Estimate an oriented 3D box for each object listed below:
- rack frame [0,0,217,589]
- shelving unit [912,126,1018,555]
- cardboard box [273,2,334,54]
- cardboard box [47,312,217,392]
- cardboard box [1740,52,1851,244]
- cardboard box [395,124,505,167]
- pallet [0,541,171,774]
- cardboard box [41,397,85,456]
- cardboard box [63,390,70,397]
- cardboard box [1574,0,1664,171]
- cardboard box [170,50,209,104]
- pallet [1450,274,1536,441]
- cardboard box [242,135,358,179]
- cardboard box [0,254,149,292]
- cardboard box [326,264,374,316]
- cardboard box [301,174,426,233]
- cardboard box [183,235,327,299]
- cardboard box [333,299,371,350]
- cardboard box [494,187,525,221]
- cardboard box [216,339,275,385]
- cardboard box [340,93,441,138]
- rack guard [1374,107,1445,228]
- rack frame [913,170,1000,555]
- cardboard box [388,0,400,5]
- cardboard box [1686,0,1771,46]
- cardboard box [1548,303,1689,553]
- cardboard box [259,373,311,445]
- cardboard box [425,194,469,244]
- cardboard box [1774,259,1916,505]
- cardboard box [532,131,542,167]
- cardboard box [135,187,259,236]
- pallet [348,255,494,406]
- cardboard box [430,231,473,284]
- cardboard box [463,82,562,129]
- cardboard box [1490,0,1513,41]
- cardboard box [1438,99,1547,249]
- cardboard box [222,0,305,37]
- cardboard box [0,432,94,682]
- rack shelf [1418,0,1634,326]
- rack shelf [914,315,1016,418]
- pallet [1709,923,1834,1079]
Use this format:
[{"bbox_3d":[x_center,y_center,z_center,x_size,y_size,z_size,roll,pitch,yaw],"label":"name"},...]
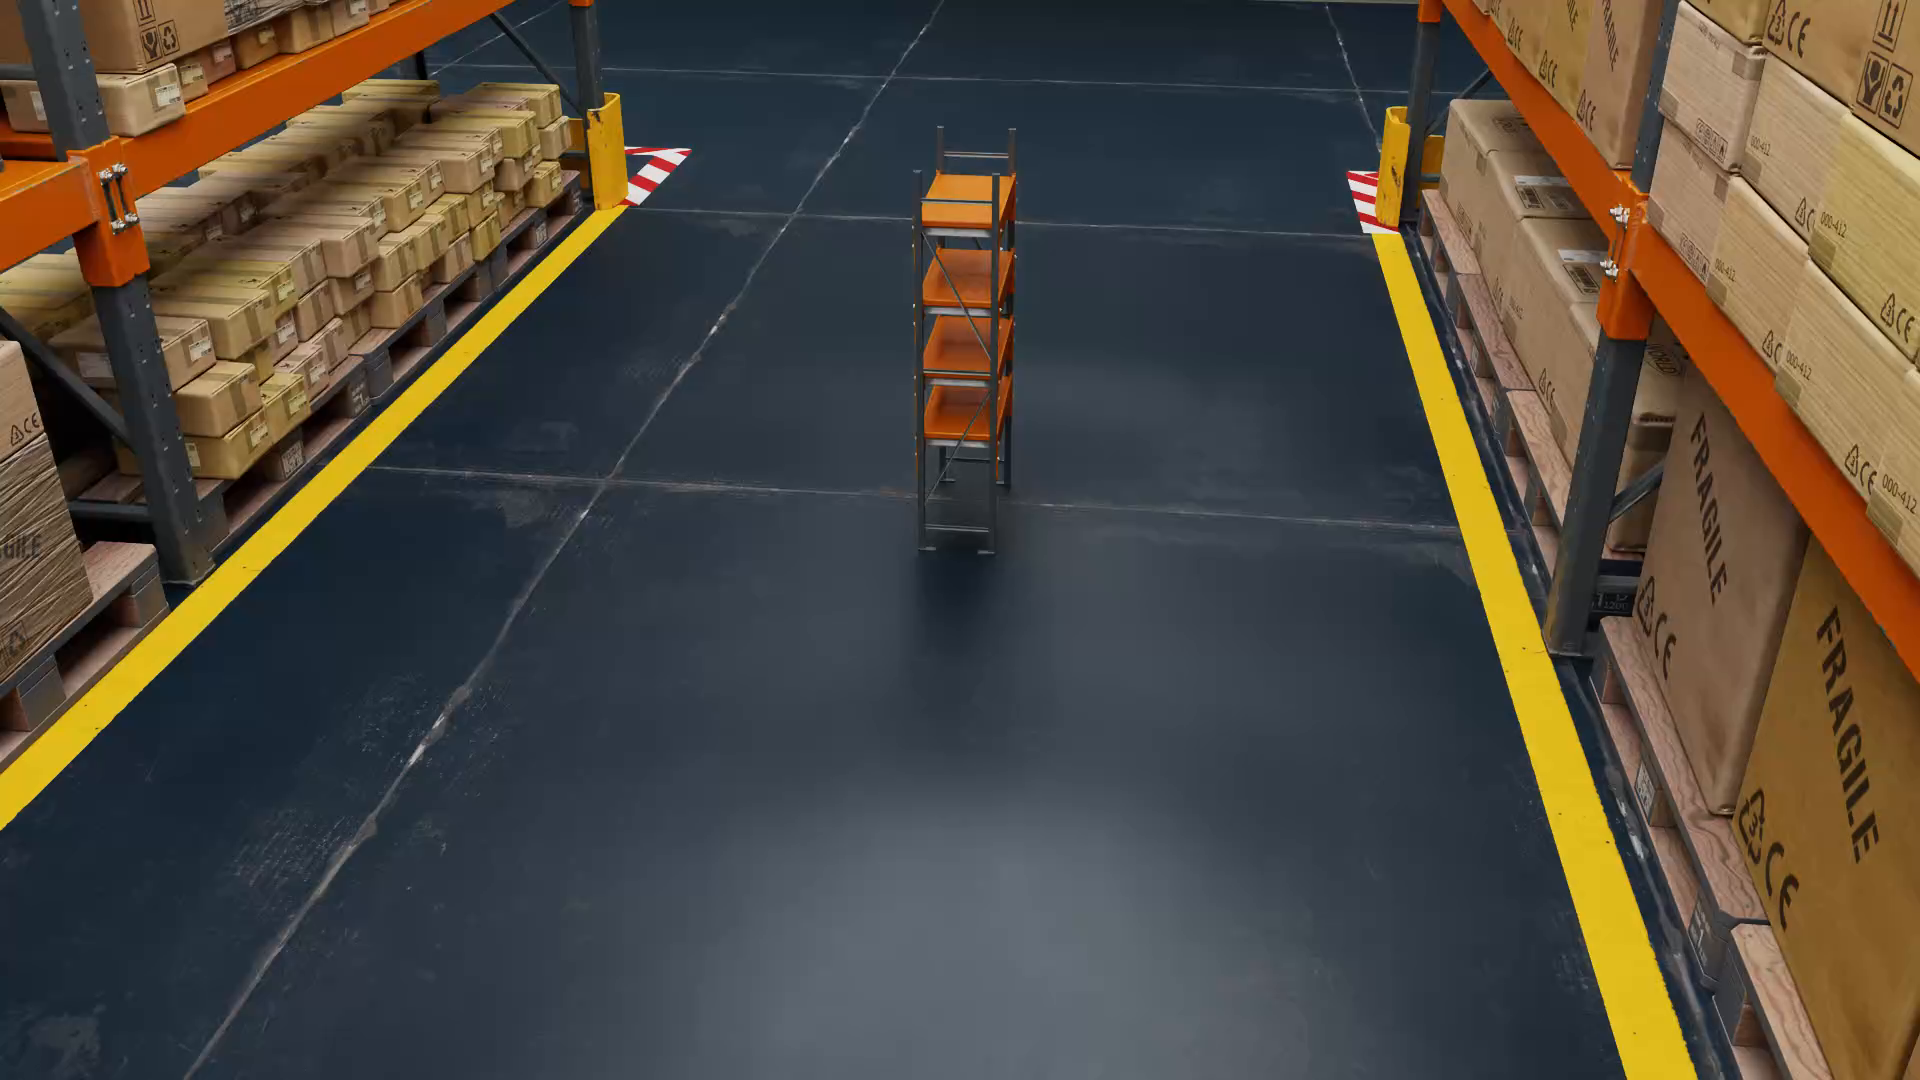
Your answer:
[{"bbox_3d":[-2.778,-1.233,4.376,1.000,3.000,0.127,3,28,6],"label":"rack frame"},{"bbox_3d":[0.020,-0.606,5.110,0.258,1.200,0.503,3,28,6],"label":"shelving unit"},{"bbox_3d":[-2.345,-1.734,5.570,0.380,0.149,0.250,4,29,7],"label":"cardboard box"},{"bbox_3d":[-2.530,-0.575,5.090,0.380,0.149,0.250,4,29,8],"label":"cardboard box"},{"bbox_3d":[1.777,-0.709,3.035,0.500,0.250,0.500,4,29,7],"label":"cardboard box"},{"bbox_3d":[-2.189,-1.681,7.144,0.380,0.149,0.250,2,28,4],"label":"cardboard box"},{"bbox_3d":[-2.872,0.361,4.357,1.003,0.211,1.213,3,28,6],"label":"pallet"},{"bbox_3d":[-3.068,-0.367,5.332,0.380,0.149,0.250,4,29,7],"label":"cardboard box"},{"bbox_3d":[-3.034,-0.589,5.429,0.380,0.149,0.250,2,28,4],"label":"cardboard box"},{"bbox_3d":[1.950,-1.270,4.339,0.500,0.500,0.500,4,29,7],"label":"cardboard box"},{"bbox_3d":[-2.460,-1.363,4.881,0.380,0.149,0.250,4,29,8],"label":"cardboard box"},{"bbox_3d":[2.465,-0.694,6.317,1.003,0.211,1.213,3,28,6],"label":"pallet"},{"bbox_3d":[-2.753,-1.581,6.958,0.380,0.149,0.250,4,29,8],"label":"cardboard box"},{"bbox_3d":[-2.977,-0.847,5.596,0.380,0.149,0.250,3,28,6],"label":"cardboard box"},{"bbox_3d":[-2.387,-0.942,6.085,0.380,0.149,0.250,5,29,9],"label":"cardboard box"},{"bbox_3d":[-2.313,-1.309,6.453,0.380,0.149,0.250,3,29,6],"label":"cardboard box"},{"bbox_3d":[-2.446,-0.947,5.781,0.380,0.149,0.250,3,28,5],"label":"cardboard box"},{"bbox_3d":[-2.423,-0.812,6.157,0.380,0.149,0.250,2,28,4],"label":"cardboard box"},{"bbox_3d":[-2.194,-1.539,7.508,0.380,0.149,0.250,3,28,6],"label":"cardboard box"},{"bbox_3d":[-2.474,-0.570,5.395,0.380,0.149,0.250,4,29,7],"label":"cardboard box"},{"bbox_3d":[-2.604,-1.944,7.631,0.380,0.149,0.250,4,29,7],"label":"cardboard box"},{"bbox_3d":[2.640,-1.787,8.039,1.175,0.500,0.348,3,28,6],"label":"rack guard"},{"bbox_3d":[-0.010,-0.491,4.897,0.240,1.200,0.015,3,28,6],"label":"rack frame"},{"bbox_3d":[-2.309,-2.108,6.266,0.380,0.149,0.250,4,29,7],"label":"cardboard box"},{"bbox_3d":[1.808,-1.287,3.316,0.500,0.500,0.500,4,29,7],"label":"cardboard box"},{"bbox_3d":[2.331,-0.339,4.975,0.875,0.438,0.875,3,28,5],"label":"cardboard box"},{"bbox_3d":[-2.382,-0.441,5.468,0.380,0.149,0.250,4,29,8],"label":"cardboard box"},{"bbox_3d":[-2.232,-1.303,6.755,0.380,0.149,0.250,5,29,9],"label":"cardboard box"},{"bbox_3d":[1.691,-0.251,2.711,0.500,0.250,0.500,3,28,6],"label":"cardboard box"},{"bbox_3d":[-2.155,-1.792,7.662,0.380,0.149,0.250,3,28,5],"label":"cardboard box"},{"bbox_3d":[-2.906,-1.225,6.298,0.380,0.149,0.250,2,28,4],"label":"cardboard box"},{"bbox_3d":[-2.584,-0.899,6.697,1.003,0.211,1.213,3,28,6],"label":"pallet"},{"bbox_3d":[-2.234,-1.171,6.824,0.380,0.149,0.250,4,29,7],"label":"cardboard box"},{"bbox_3d":[-2.101,-2.044,7.816,0.380,0.149,0.250,4,29,7],"label":"cardboard box"},{"bbox_3d":[2.134,-1.996,5.686,0.500,0.500,0.500,4,29,8],"label":"cardboard box"},{"bbox_3d":[2.656,-1.616,7.346,0.875,0.438,0.875,2,28,4],"label":"cardboard box"},{"bbox_3d":[-2.414,-1.860,5.120,0.500,0.500,0.500,3,28,6],"label":"cardboard box"},{"bbox_3d":[-2.619,0.046,4.195,0.500,0.500,0.500,3,28,5],"label":"cardboard box"},{"bbox_3d":[2.392,-1.618,5.848,1.077,0.370,4.000,3,28,6],"label":"rack shelf"},{"bbox_3d":[0.020,-0.547,5.142,0.258,0.148,0.480,3,28,6],"label":"rack shelf"},{"bbox_3d":[1.981,1.178,2.840,1.003,0.211,1.213,3,28,6],"label":"pallet"}]
